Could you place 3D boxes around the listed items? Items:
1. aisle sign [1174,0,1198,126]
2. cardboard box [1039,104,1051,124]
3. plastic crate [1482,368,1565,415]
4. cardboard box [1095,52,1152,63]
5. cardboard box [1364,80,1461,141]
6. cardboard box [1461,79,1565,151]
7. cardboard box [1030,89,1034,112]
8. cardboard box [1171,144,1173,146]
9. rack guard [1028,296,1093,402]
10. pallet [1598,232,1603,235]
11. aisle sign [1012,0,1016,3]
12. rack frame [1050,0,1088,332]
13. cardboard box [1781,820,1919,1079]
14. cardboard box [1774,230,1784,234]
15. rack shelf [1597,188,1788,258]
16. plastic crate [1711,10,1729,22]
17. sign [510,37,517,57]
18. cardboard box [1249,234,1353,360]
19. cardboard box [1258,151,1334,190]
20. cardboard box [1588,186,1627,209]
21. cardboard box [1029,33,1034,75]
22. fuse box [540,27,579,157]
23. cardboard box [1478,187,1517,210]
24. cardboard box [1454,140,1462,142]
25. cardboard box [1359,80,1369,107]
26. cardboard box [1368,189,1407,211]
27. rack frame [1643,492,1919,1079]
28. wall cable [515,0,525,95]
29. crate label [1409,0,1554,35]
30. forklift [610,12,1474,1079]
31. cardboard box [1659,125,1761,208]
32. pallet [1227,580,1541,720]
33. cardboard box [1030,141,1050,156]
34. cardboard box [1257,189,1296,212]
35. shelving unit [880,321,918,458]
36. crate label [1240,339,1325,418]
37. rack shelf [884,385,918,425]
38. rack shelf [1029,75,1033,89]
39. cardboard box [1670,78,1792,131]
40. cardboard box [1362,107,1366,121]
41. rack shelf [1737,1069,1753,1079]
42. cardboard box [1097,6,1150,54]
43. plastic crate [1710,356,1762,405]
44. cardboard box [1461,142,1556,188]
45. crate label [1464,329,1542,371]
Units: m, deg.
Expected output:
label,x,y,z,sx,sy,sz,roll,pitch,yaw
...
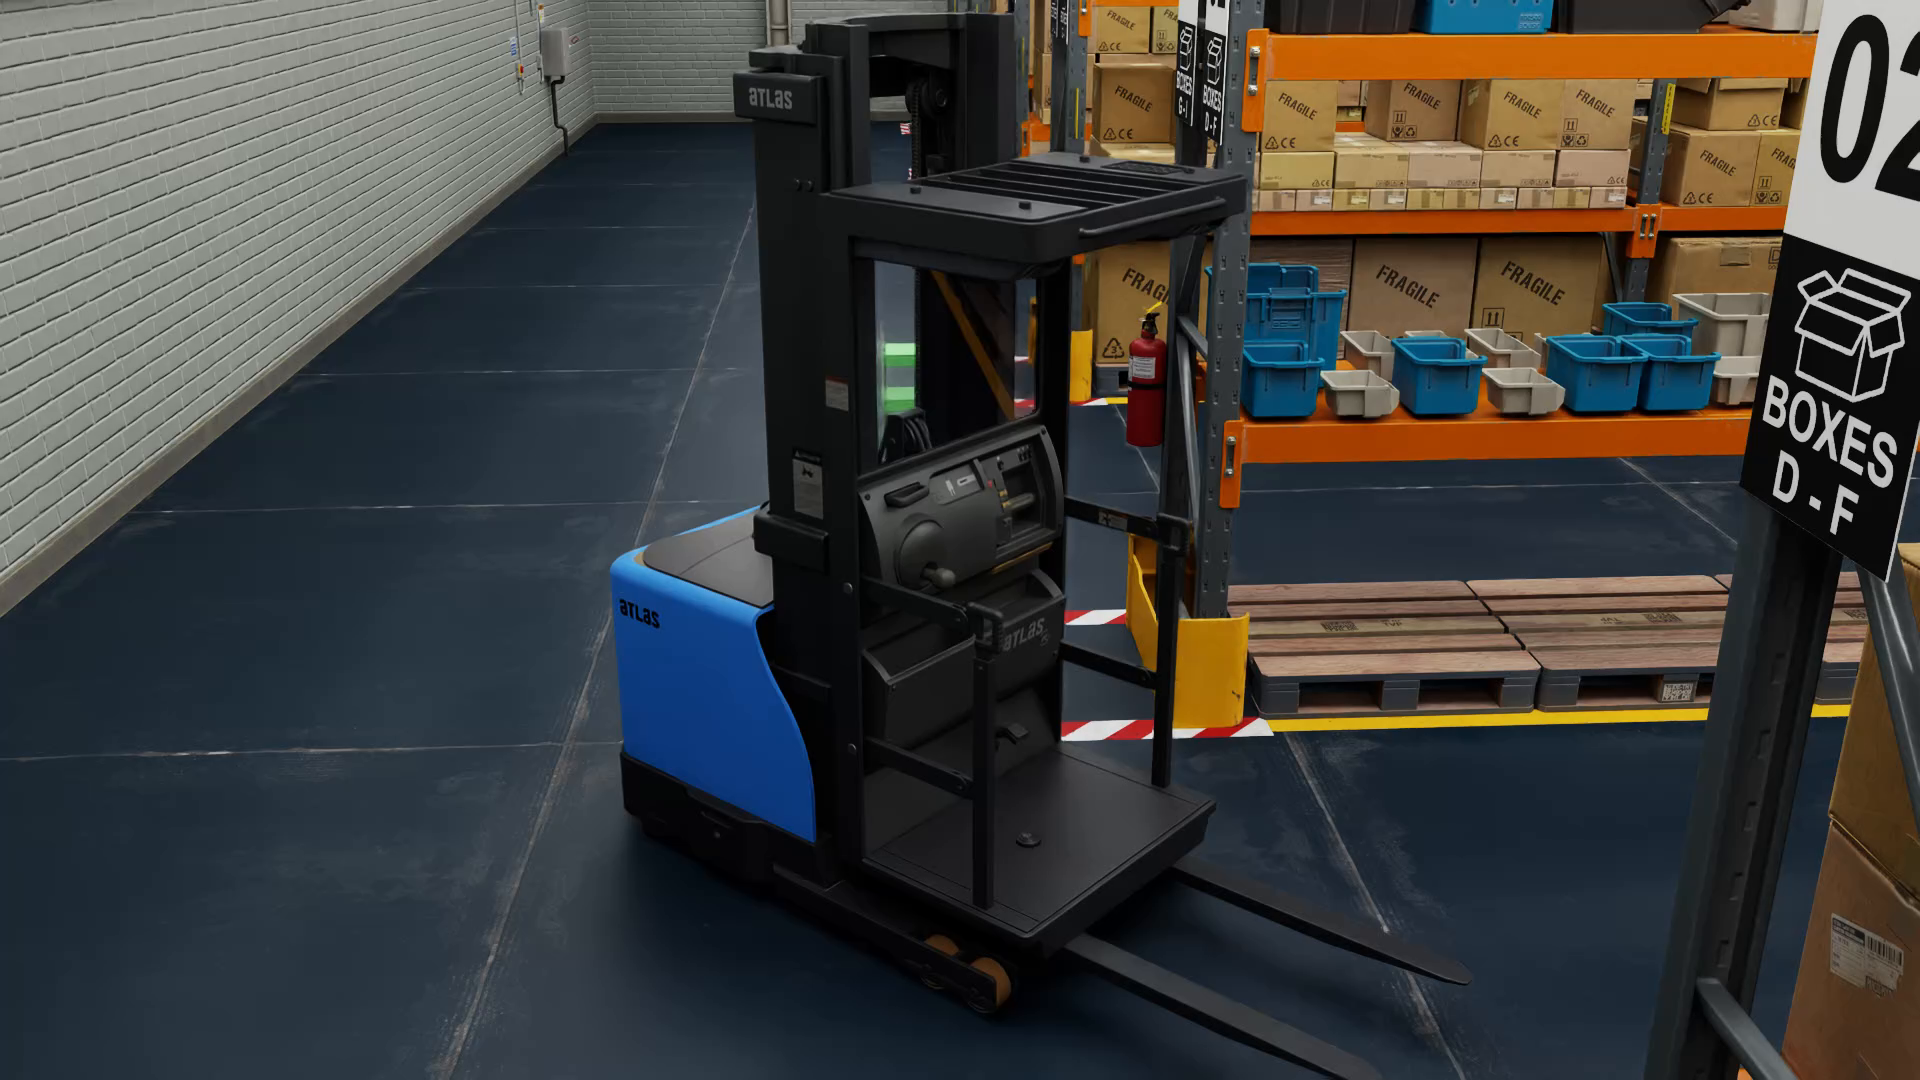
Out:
label,x,y,z,sx,sy,sz,roll,pitch,yaw
aisle sign,0.939,-2.137,6.863,0.004,0.787,0.394,-1,21,-3
cardboard box,0.904,-4.115,16.067,0.250,0.149,0.380,-1,21,-3
plastic crate,2.295,-0.603,6.775,0.298,0.136,0.250,-1,21,-3
cardboard box,1.559,-4.459,16.059,0.500,0.500,0.500,-1,21,-3
cardboard box,3.234,-3.141,11.893,0.500,0.500,0.500,-2,21,-5
cardboard box,3.794,-2.966,11.434,0.500,0.500,0.500,-1,21,-2
cardboard box,1.363,-6.872,25.879,0.500,0.500,0.700,0,21,-1
cardboard box,1.719,-2.762,11.951,0.500,0.250,0.500,-2,21,-4
rack guard,0.720,-1.410,12.121,0.348,0.500,1.175,-1,21,-3
pallet,6.554,-3.163,17.131,1.213,0.211,1.003,-1,21,-3
aisle sign,0.506,-5.449,15.565,0.004,0.787,0.394,-1,21,-3
rack frame,0.744,-2.578,11.678,0.127,3.000,1.000,-1,21,-3
cardboard box,1.738,0.788,2.695,0.500,0.500,0.500,-1,21,-1
cardboard box,6.268,-1.902,12.296,0.875,0.875,1.225,-2,21,-5
rack shelf,6.735,-2.364,12.126,4.000,0.370,1.077,-1,21,-3
plastic crate,3.076,-2.228,6.911,0.530,0.136,0.437,-1,21,-3
sign,-5.508,-6.084,20.505,0.001,0.218,0.327,-1,21,-3
cardboard box,2.287,-1.842,12.138,0.875,0.875,0.875,-1,21,-3
cardboard box,2.259,-2.583,11.482,0.500,0.250,0.500,-2,21,-5
cardboard box,4.452,-2.420,11.614,0.250,0.149,0.380,-1,21,-3
cardboard box,0.674,-6.053,20.664,0.500,0.500,0.500,-1,21,-3
fuse box,-5.424,-6.123,22.798,0.414,1.711,0.539,-1,21,-3
cardboard box,3.682,-2.404,11.573,0.250,0.149,0.380,-1,21,-2
cardboard box,3.757,-2.804,12.062,0.500,0.250,0.500,-1,21,-3
cardboard box,4.089,-4.499,16.164,0.500,0.500,0.500,-1,21,-3
cardboard box,2.915,-2.389,11.532,0.250,0.149,0.380,-1,21,-2
rack frame,1.306,0.941,2.434,0.127,3.000,1.000,-1,21,-3
wall cable,-5.450,-6.465,20.415,0.123,1.953,0.585,-1,21,-3
crate label,1.967,-2.055,6.297,0.502,0.251,0.408,-1,21,-3
forklift,0.184,-0.098,5.259,3.031,2.935,1.130,17,26,37
cardboard box,5.211,-2.627,11.665,0.500,0.500,0.500,-1,21,-3
pallet,1.853,0.481,7.560,1.213,0.211,1.003,-1,21,-3
cardboard box,0.832,-5.147,21.434,0.875,0.438,0.875,-2,21,-5
cardboard box,2.143,-2.373,11.490,0.250,0.149,0.380,-2,21,-4
shelving unit,-0.165,-0.557,8.899,0.503,1.200,0.258,-1,21,-3
crate label,1.292,-0.657,6.781,0.303,0.233,0.416,-1,21,-3
rack shelf,-0.165,-0.722,8.836,0.480,0.148,0.258,-1,21,-3
rack shelf,2.175,-5.803,21.159,4.000,0.370,1.077,-1,21,-3
cardboard box,5.375,-3.191,11.737,0.637,0.503,0.797,-2,21,-4
cardboard box,4.033,-4.173,16.220,0.250,0.149,0.380,-2,21,-4
rack shelf,3.303,1.236,2.669,4.000,0.370,1.077,-1,21,-3
cardboard box,1.529,-4.923,15.871,0.500,0.500,0.500,-1,21,-1
plastic crate,3.299,-0.663,6.933,0.466,0.136,0.293,-1,21,-3
cardboard box,3.795,-2.615,11.566,0.500,0.250,0.500,-1,21,-1
crate label,2.398,-0.820,7.345,0.243,0.136,0.396,-1,21,-3
